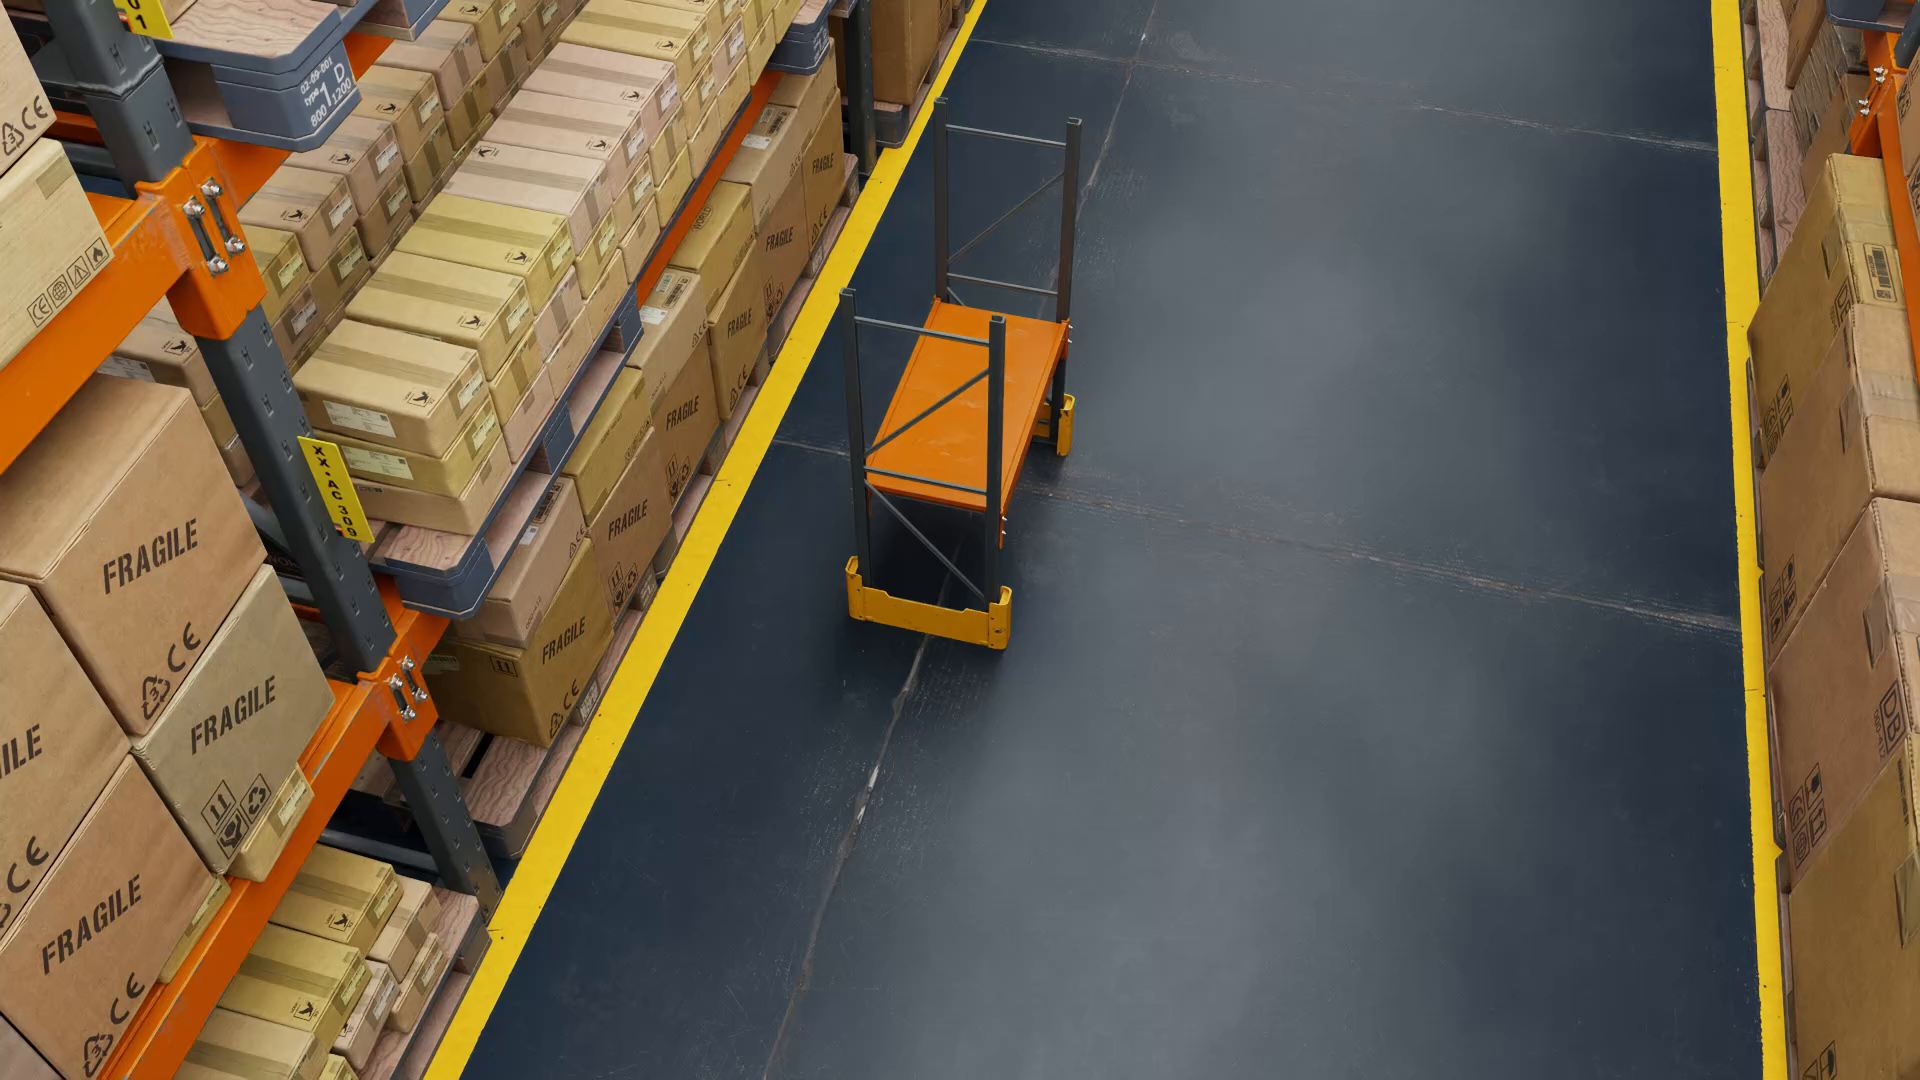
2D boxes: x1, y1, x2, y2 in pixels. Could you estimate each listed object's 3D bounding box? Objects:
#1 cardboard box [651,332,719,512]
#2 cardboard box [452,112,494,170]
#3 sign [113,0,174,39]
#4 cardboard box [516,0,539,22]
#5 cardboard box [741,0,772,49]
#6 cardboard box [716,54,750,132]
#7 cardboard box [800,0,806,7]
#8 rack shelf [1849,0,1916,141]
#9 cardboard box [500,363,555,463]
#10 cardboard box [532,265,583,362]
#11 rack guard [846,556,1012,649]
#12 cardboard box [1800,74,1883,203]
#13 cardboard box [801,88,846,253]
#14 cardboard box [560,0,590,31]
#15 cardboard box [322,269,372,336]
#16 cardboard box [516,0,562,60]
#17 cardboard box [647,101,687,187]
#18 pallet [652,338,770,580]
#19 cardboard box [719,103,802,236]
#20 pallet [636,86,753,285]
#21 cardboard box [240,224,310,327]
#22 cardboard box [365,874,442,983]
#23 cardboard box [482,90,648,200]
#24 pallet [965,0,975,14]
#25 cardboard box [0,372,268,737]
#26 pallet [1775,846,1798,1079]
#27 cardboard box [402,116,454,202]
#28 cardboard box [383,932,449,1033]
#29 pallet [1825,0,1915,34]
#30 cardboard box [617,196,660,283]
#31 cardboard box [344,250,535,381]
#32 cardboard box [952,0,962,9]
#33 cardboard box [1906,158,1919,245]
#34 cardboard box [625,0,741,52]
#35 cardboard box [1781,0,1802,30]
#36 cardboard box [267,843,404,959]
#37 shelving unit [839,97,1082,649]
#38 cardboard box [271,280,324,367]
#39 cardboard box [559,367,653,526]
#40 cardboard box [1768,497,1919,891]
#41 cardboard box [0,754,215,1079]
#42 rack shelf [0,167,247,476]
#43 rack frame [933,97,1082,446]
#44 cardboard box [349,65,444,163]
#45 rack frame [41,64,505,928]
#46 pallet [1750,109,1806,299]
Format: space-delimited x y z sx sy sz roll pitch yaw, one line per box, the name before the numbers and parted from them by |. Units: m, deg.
cardboard box | -1.227 -0.484 6.064 0.500 0.500 0.500 12 50 11
cardboard box | -1.687 -1.251 5.241 0.380 0.149 0.250 14 50 12
sign | -1.414 -0.988 2.776 0.100 0.325 0.005 12 50 10
cardboard box | -1.540 -1.825 5.350 0.380 0.149 0.250 13 50 11
cardboard box | -0.847 -1.781 5.511 0.380 0.149 0.250 11 50 10
cardboard box | -0.916 -1.501 5.461 0.380 0.149 0.250 13 50 11
cardboard box | -0.708 -2.062 5.957 0.380 0.149 0.250 12 50 11
rack shelf | 4.398 -2.976 7.356 1.077 0.370 4.000 12 50 10
cardboard box | -1.325 -0.377 4.470 0.380 0.149 0.250 12 50 11
cardboard box | -1.259 -0.649 4.511 0.380 0.149 0.250 13 50 11
rack guard | -0.111 0.222 5.887 0.587 0.250 0.087 12 50 10
cardboard box | 4.028 -1.574 7.012 0.700 0.500 0.500 9 49 8
cardboard box | -0.808 -1.603 7.051 0.500 0.500 0.500 11 50 10
cardboard box | -1.478 -1.813 5.737 0.380 0.149 0.250 13 50 11
cardboard box | -1.891 -0.676 4.733 0.380 0.149 0.250 11 50 10
cardboard box | -1.546 -1.732 5.467 0.380 0.149 0.250 11 50 10
cardboard box | -1.052 -1.224 5.019 0.380 0.149 0.250 11 49 9
pallet | -1.417 -0.452 6.508 1.003 0.211 1.213 12 50 10
cardboard box | -0.937 -1.465 6.429 0.500 0.250 0.500 12 50 11
pallet | -1.369 -1.316 5.538 1.003 0.211 1.213 12 50 10
cardboard box | -1.953 -0.702 4.360 0.380 0.149 0.250 10 49 9
cardboard box | -1.716 1.071 4.727 0.380 0.149 0.250 12 50 11
cardboard box | -1.120 -1.126 4.734 0.380 0.149 0.250 11 50 10
pallet | -0.284 -3.331 9.049 1.003 0.211 1.213 12 50 10
cardboard box | -1.803 0.005 3.313 0.500 0.500 0.500 10 49 9
pallet | 2.949 1.476 4.807 1.003 0.211 1.213 12 50 10
cardboard box | -1.752 -1.163 4.965 0.380 0.149 0.250 9 49 8
cardboard box | -1.715 1.230 4.786 0.380 0.149 0.250 12 50 11
pallet | 3.956 -2.240 6.354 1.213 0.211 1.003 12 50 10
cardboard box | -1.122 -0.923 4.951 0.380 0.149 0.250 10 49 8
cardboard box | -1.325 -0.576 4.248 0.380 0.149 0.250 13 50 11
cardboard box | -0.413 -3.269 8.355 1.050 0.750 0.750 12 50 11
cardboard box | 3.347 -1.129 5.179 0.500 0.500 0.500 10 49 9
cardboard box | -0.916 -1.692 5.233 0.380 0.149 0.250 14 50 12
cardboard box | 4.451 -2.793 8.088 0.700 0.500 0.500 8 49 7
cardboard box | -1.783 0.990 4.600 0.380 0.149 0.250 13 50 11
shelving unit | 0.020 -0.551 5.736 0.587 1.500 1.083 12 50 10
cardboard box | -1.958 -0.598 4.466 0.380 0.149 0.250 12 50 10
cardboard box | -1.353 -0.354 5.449 0.500 0.250 0.500 13 50 11
cardboard box | 3.202 0.577 4.877 1.225 0.875 0.875 10 49 9
cardboard box | -1.933 0.724 3.346 0.500 0.500 0.500 10 49 9
rack shelf | -2.466 0.766 2.052 1.077 0.370 4.000 12 50 10
rack frame | 0.156 -0.926 6.067 0.500 1.500 0.032 12 50 10
cardboard box | -1.746 -1.255 4.848 0.380 0.149 0.250 10 49 9
rack frame | -1.940 0.074 4.184 1.000 3.000 0.127 12 50 10
pallet | 4.078 -1.409 7.353 1.003 0.211 1.213 12 50 10
